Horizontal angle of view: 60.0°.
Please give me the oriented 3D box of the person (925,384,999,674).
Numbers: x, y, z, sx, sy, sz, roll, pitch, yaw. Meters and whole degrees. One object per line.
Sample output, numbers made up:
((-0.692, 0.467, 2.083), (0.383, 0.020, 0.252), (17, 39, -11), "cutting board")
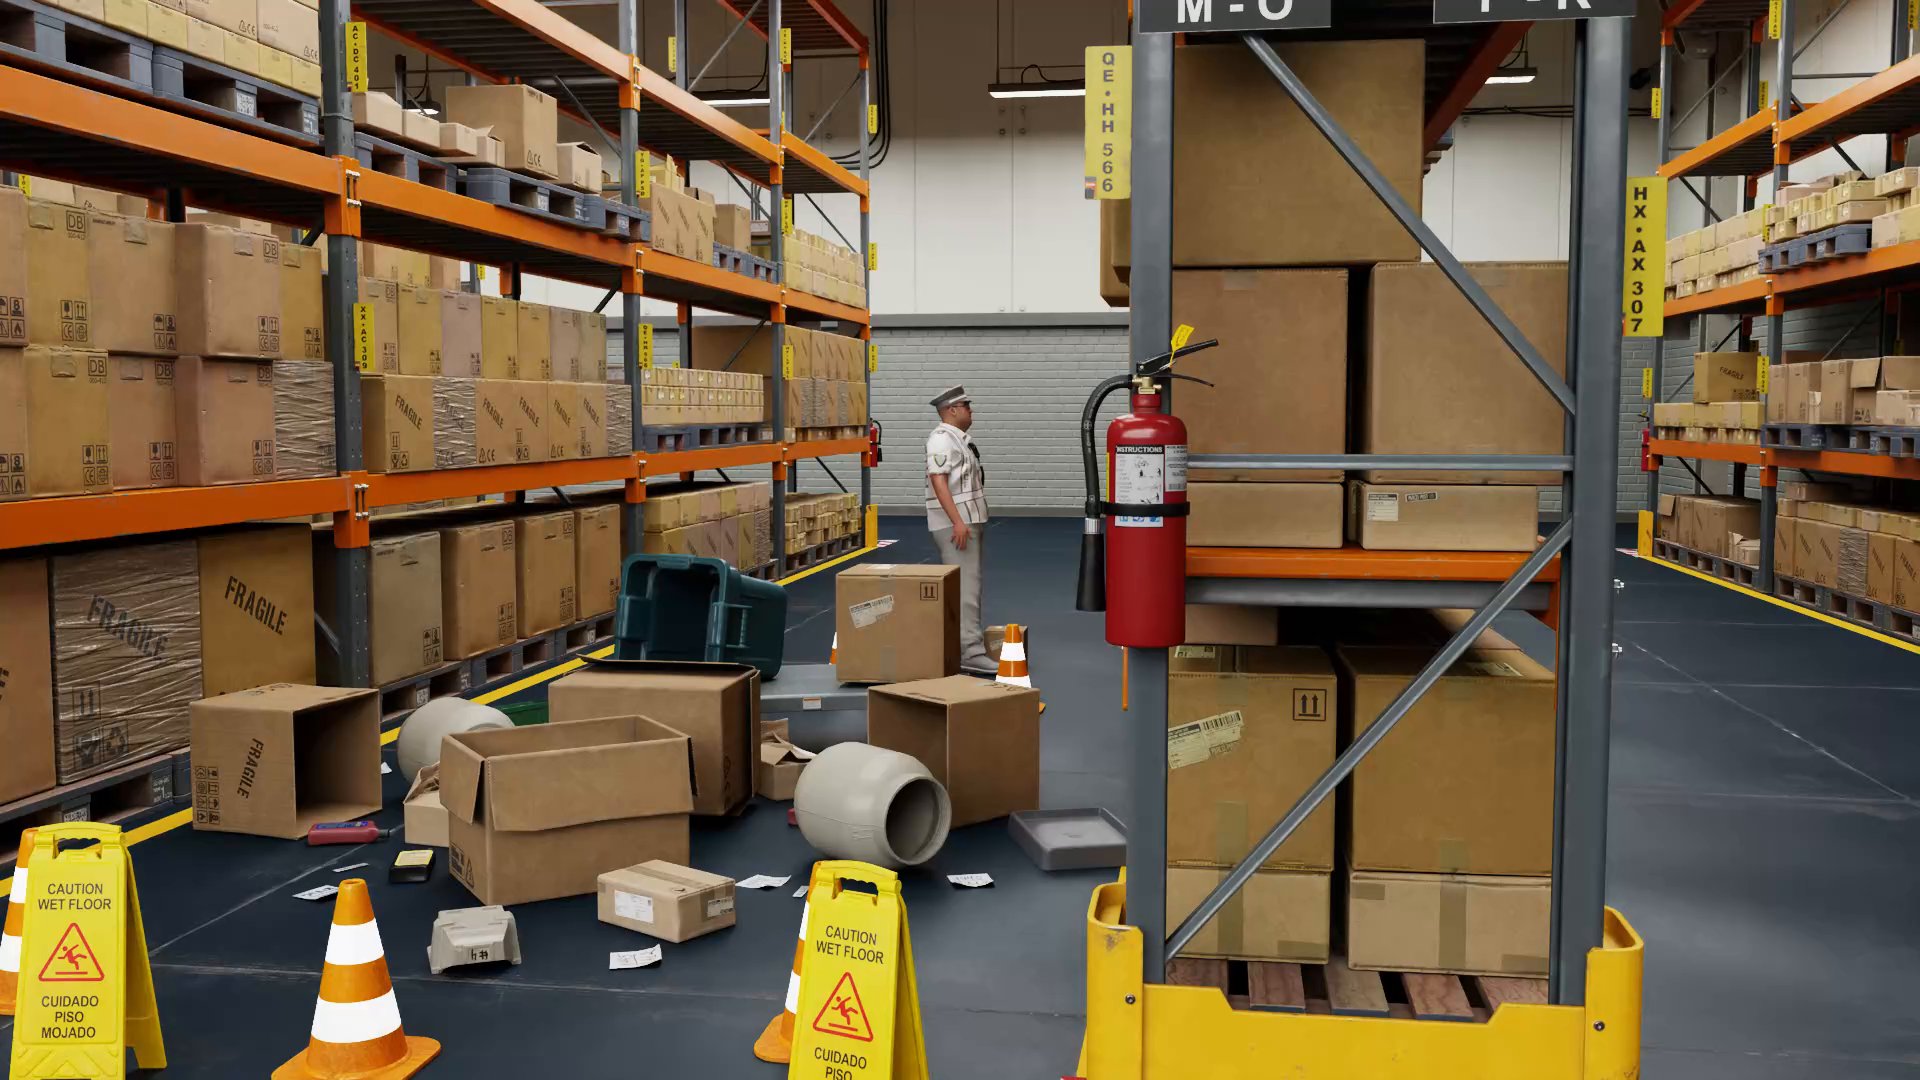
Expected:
((0.075, -0.090, 10.432), (0.573, 1.782, 0.641), (1, 4, 9), "person")
